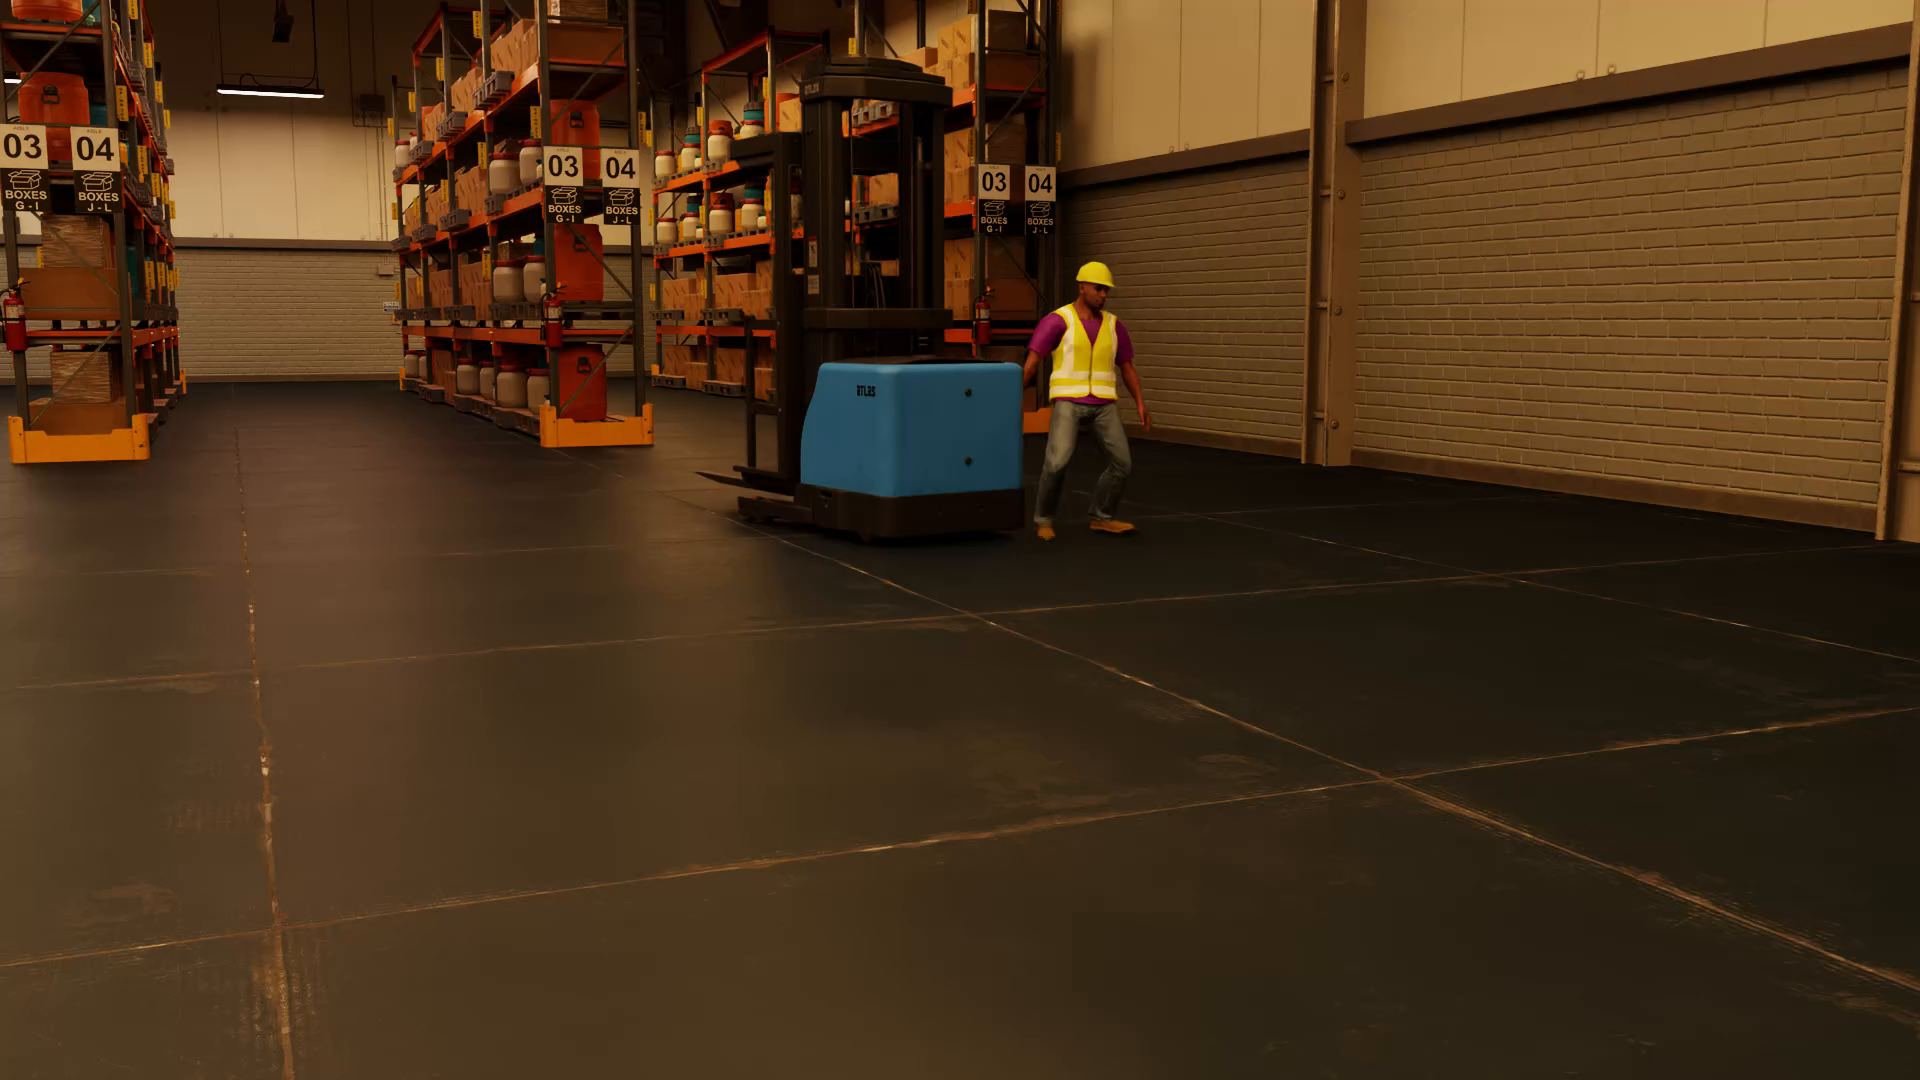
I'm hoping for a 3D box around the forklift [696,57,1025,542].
[{"bbox_3d":[-0.830,-1.591,11.011,1.130,2.935,3.031,-5,9,-33],"label":"forklift"}]

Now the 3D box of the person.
[{"bbox_3d":[0.737,-0.840,10.231,0.889,1.729,0.424,-2,8,-13],"label":"person"}]
